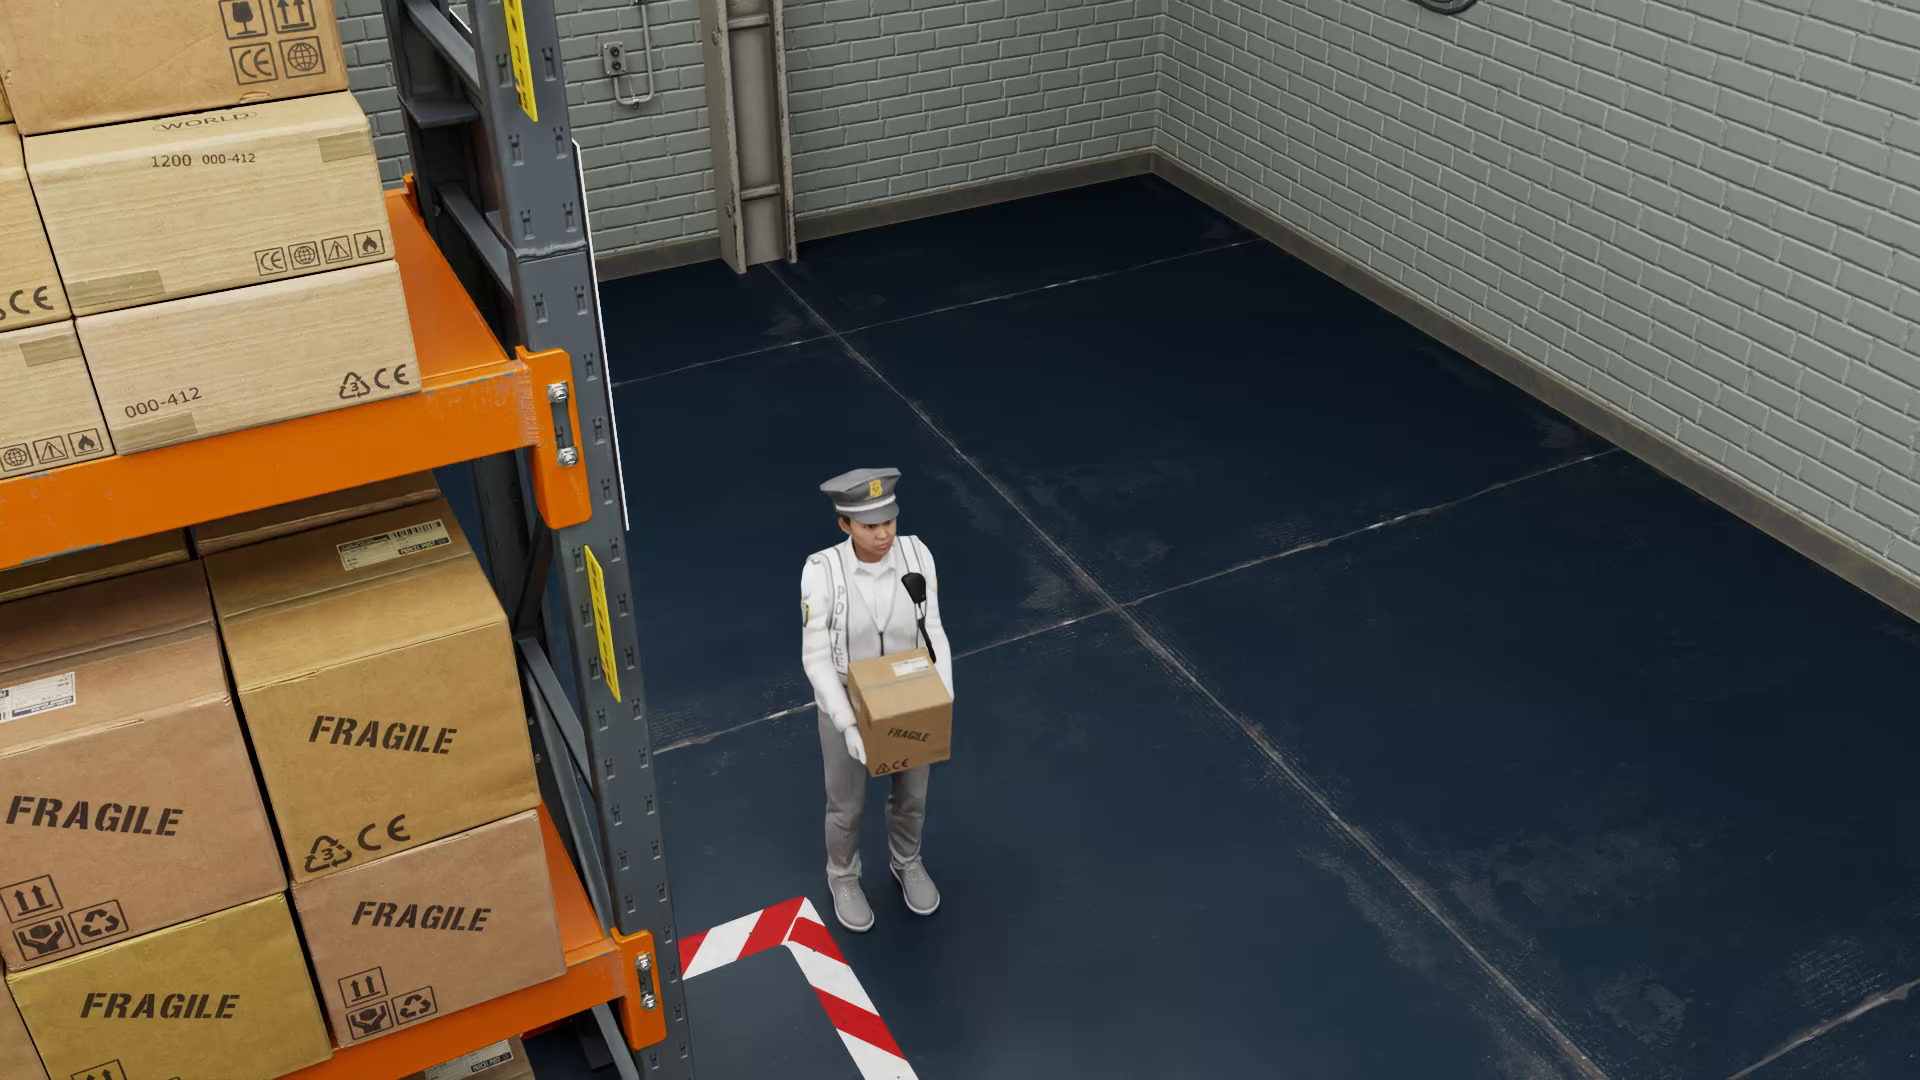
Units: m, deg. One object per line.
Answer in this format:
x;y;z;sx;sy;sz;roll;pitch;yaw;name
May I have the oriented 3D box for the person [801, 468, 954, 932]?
-0.254;0.555;5.273;0.459;1.688;0.543;-11;35;-17;person
